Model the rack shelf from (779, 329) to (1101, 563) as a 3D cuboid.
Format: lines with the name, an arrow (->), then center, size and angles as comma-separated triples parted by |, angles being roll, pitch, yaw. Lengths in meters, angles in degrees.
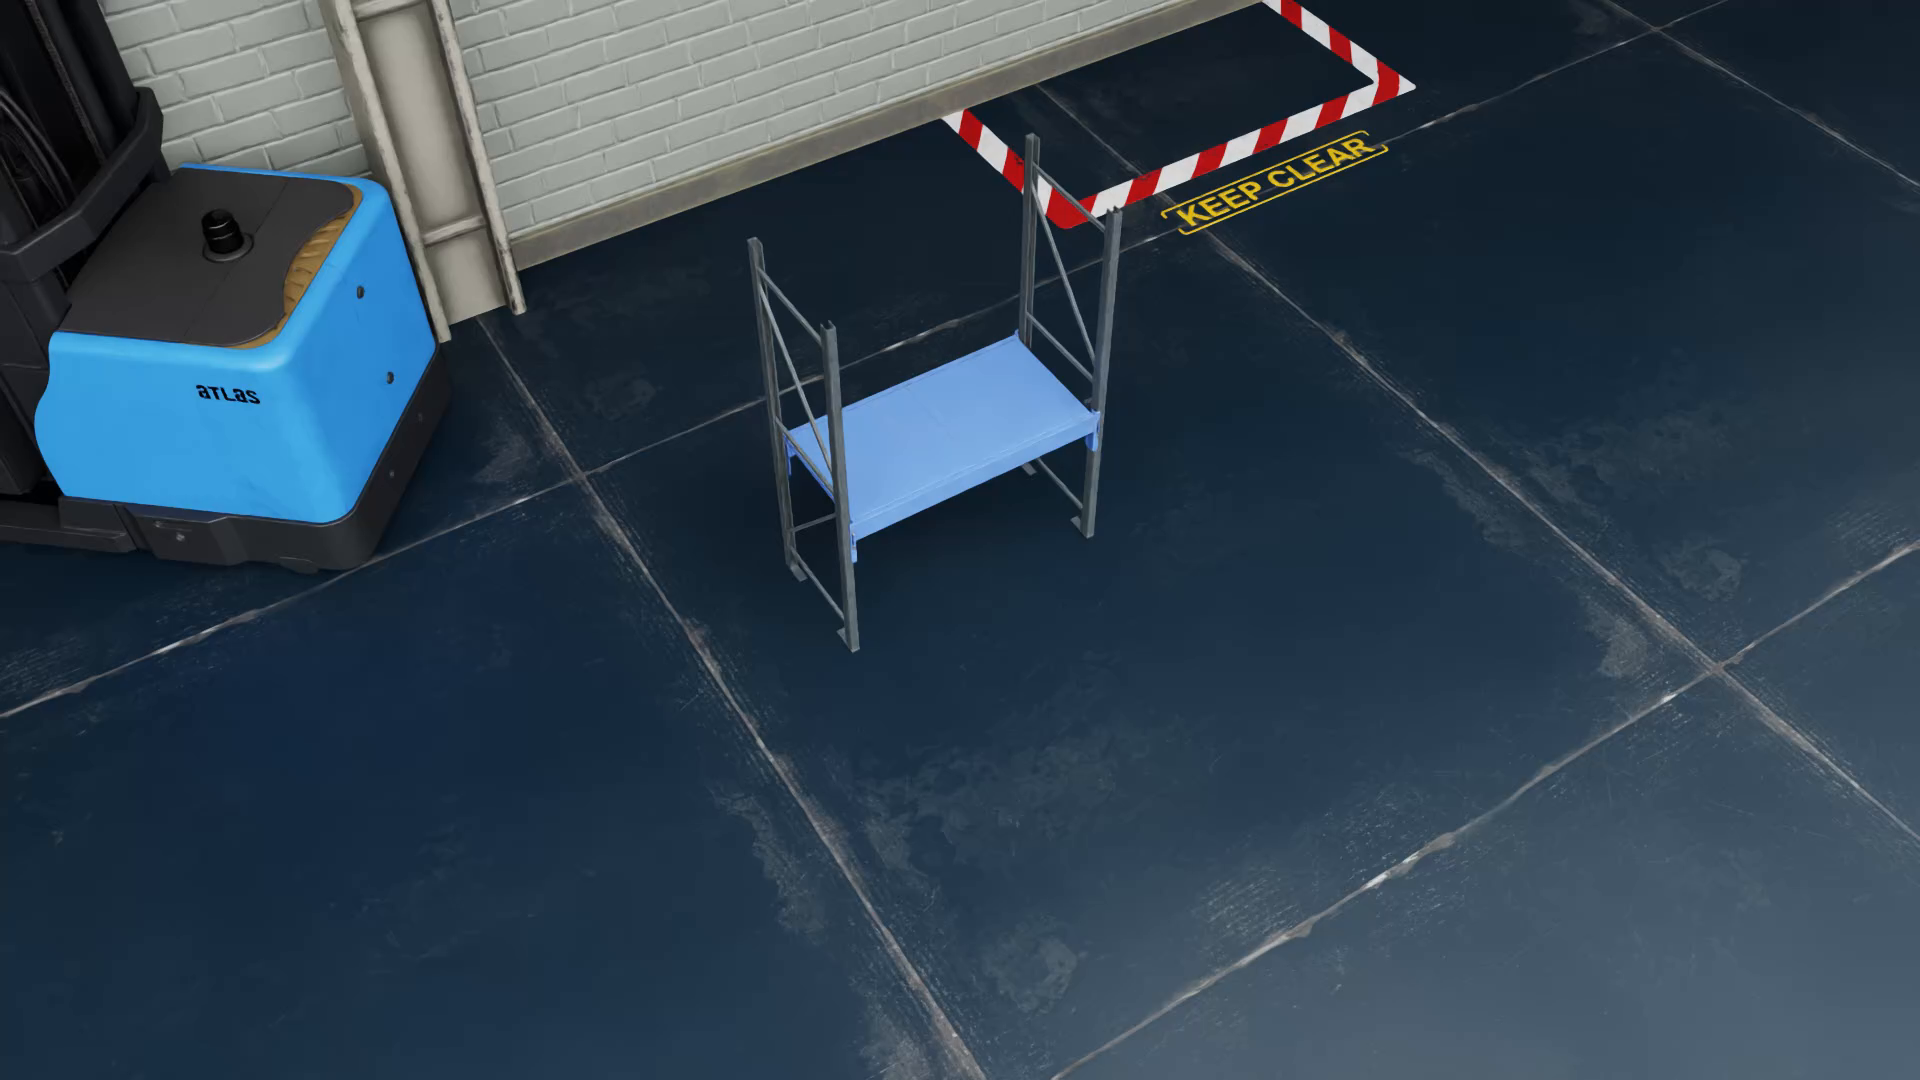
rack shelf -> -0.072, -0.345, 5.794 | 1.000, 0.185, 0.538 | -25, 53, -21

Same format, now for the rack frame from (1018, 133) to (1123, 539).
rack frame -> 0.358, -0.667, 5.840 | 0.032, 1.500, 0.500 | -25, 53, -21

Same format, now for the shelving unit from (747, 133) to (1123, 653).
shelving unit -> -0.072, -0.465, 5.660 | 1.048, 1.500, 0.538 | -25, 53, -21

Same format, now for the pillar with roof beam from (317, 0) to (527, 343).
pillar with roof beam -> 0.195, -1.274, 1.359 | 0.400, 9.000, 9.100 | -25, 53, -21

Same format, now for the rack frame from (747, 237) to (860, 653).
rack frame -> -0.502, -0.262, 5.479 | 0.032, 1.500, 0.500 | -25, 53, -21

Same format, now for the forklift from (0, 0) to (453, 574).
forklift -> -3.595, -1.352, 5.491 | 3.031, 2.935, 1.130 | 6, 49, 5
